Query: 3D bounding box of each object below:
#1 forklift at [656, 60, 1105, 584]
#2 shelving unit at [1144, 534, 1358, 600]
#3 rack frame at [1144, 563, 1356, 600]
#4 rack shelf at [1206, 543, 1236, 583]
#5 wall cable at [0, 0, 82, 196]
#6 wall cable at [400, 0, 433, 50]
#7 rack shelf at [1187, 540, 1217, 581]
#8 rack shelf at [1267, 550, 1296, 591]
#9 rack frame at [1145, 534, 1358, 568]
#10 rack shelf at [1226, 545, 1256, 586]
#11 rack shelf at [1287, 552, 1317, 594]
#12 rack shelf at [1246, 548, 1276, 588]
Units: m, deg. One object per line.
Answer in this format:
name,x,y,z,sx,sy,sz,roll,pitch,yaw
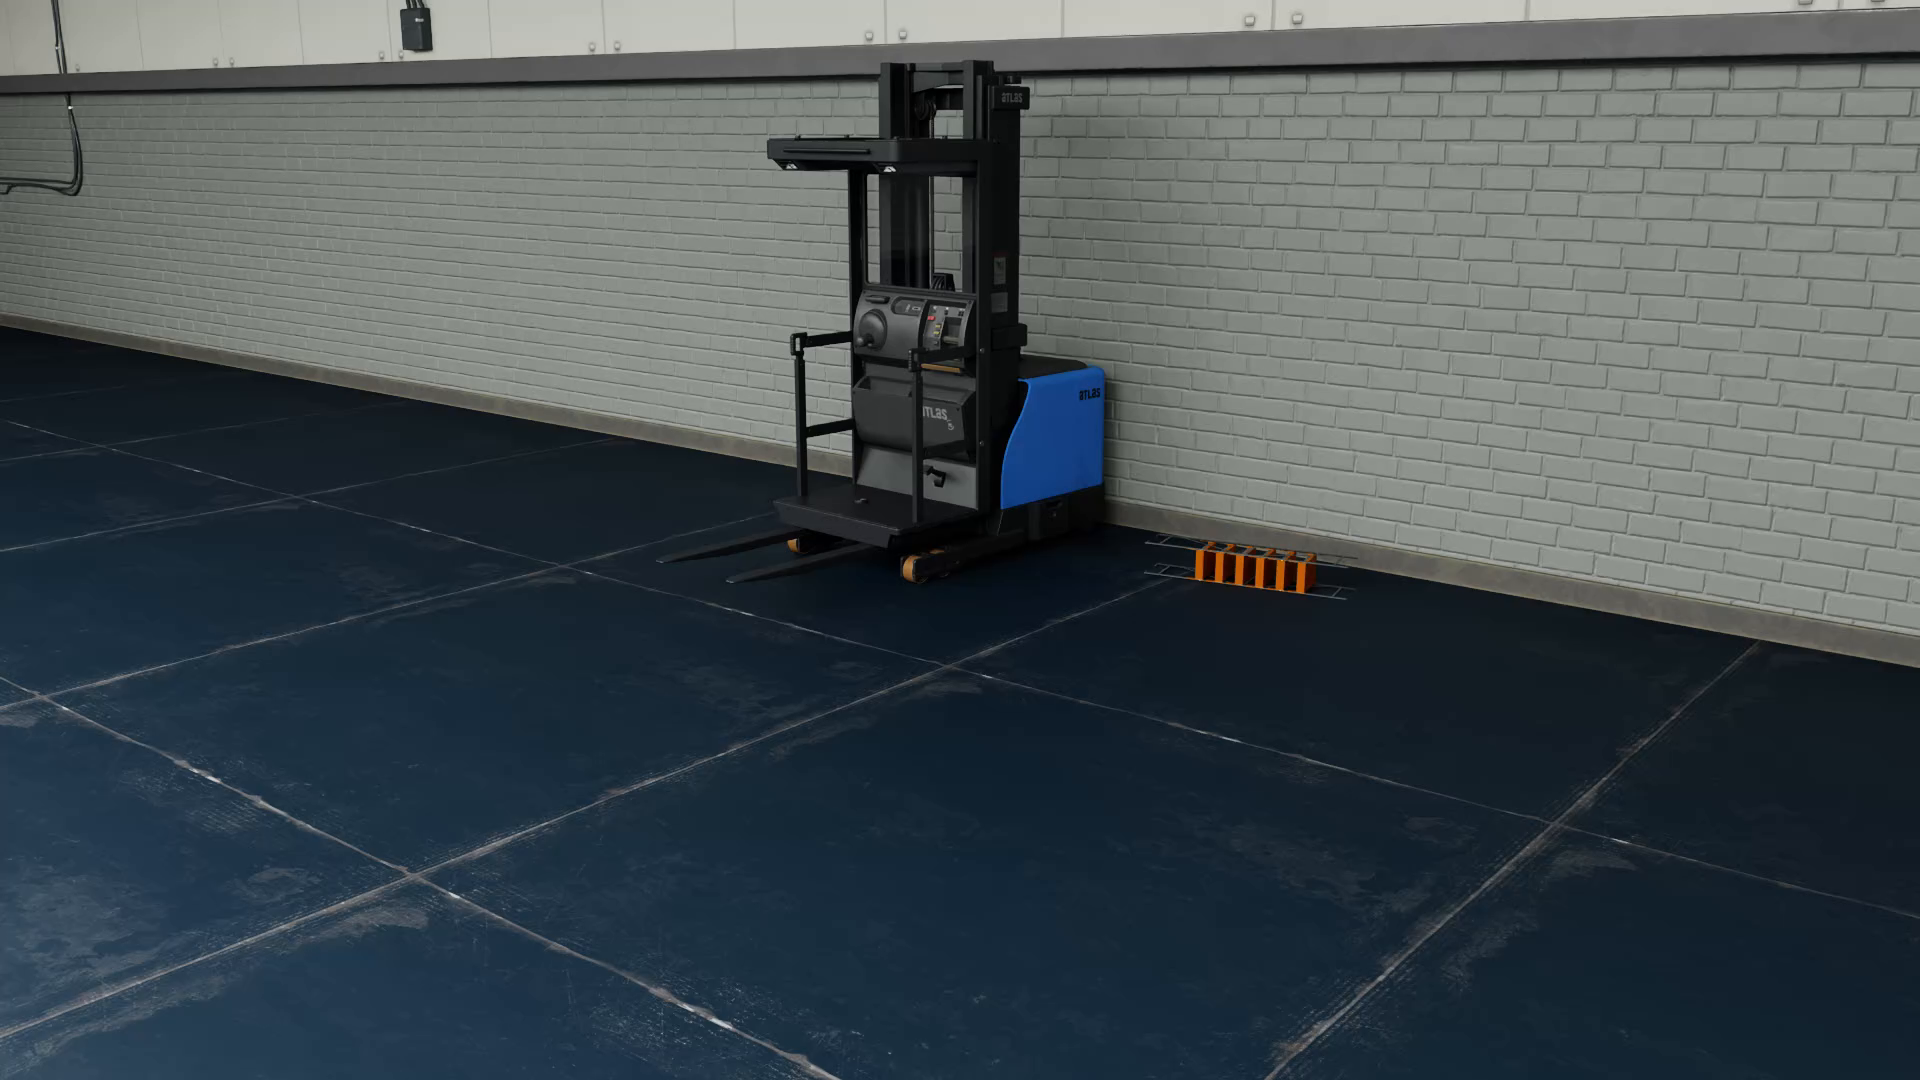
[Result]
forklift,-0.425,-1.308,9.818,1.130,2.935,3.031,13,19,41
shelving unit,1.677,0.149,9.640,1.200,0.189,0.258,7,16,26
rack frame,1.677,0.237,9.663,1.200,0.006,0.240,7,16,26
rack shelf,1.530,0.130,9.711,0.103,0.180,0.258,7,16,26
wall cable,-11.430,-5.430,20.028,3.097,2.526,0.112,11,18,38
wall cable,-4.056,-7.111,13.432,2.305,6.003,0.169,11,18,38
rack shelf,1.423,0.116,9.763,0.103,0.180,0.258,7,16,26
rack shelf,1.852,0.171,9.556,0.103,0.180,0.258,7,16,26
rack frame,1.678,0.060,9.617,1.200,0.006,0.240,7,16,26
rack shelf,1.637,0.143,9.659,0.103,0.180,0.258,7,16,26
rack shelf,1.959,0.185,9.504,0.103,0.180,0.258,7,16,26
rack shelf,1.745,0.157,9.608,0.103,0.180,0.258,7,16,26
